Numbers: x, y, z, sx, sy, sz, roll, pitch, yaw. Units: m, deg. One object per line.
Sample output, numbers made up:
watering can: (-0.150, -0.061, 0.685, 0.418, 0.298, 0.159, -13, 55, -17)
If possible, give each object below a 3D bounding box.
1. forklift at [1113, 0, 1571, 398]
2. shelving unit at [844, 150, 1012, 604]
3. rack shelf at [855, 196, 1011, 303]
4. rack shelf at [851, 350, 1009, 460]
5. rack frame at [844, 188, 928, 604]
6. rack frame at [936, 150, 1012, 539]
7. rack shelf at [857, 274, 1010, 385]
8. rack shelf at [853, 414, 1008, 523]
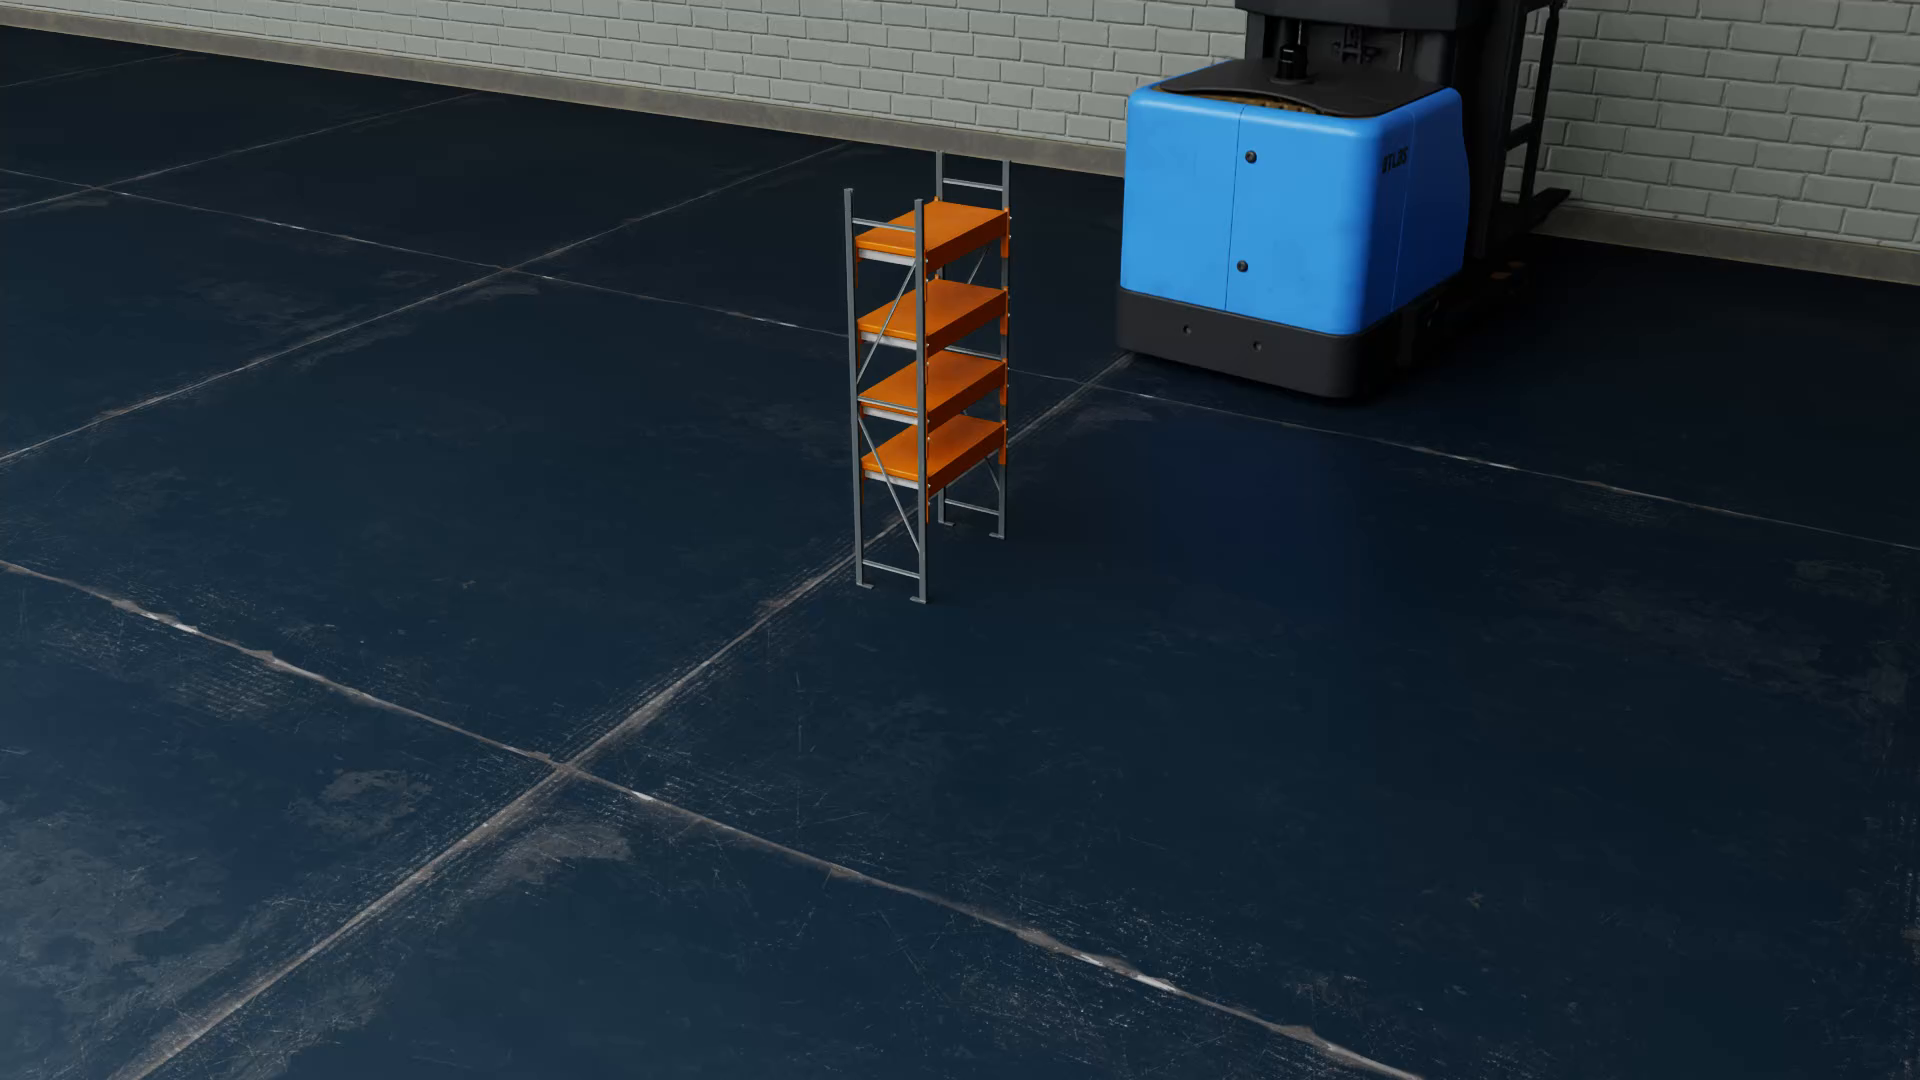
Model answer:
forklift: (1.902, -2.433, 6.836, 1.130, 2.935, 3.031, 19, 32, 32)
shelving unit: (-0.081, -0.472, 4.853, 0.258, 1.200, 0.503, 14, 30, 26)
rack shelf: (-0.081, -0.823, 4.677, 0.258, 0.148, 0.480, 14, 30, 26)
rack shelf: (-0.081, -0.412, 4.883, 0.258, 0.148, 0.480, 14, 30, 26)
rack frame: (-0.201, -0.377, 4.663, 0.240, 1.200, 0.015, 14, 30, 26)
rack frame: (0.039, -0.567, 5.043, 0.240, 1.200, 0.015, 14, 30, 26)
rack shelf: (-0.081, -0.612, 4.783, 0.258, 0.148, 0.480, 14, 30, 26)
rack shelf: (-0.081, -0.234, 4.972, 0.258, 0.148, 0.480, 14, 30, 26)
